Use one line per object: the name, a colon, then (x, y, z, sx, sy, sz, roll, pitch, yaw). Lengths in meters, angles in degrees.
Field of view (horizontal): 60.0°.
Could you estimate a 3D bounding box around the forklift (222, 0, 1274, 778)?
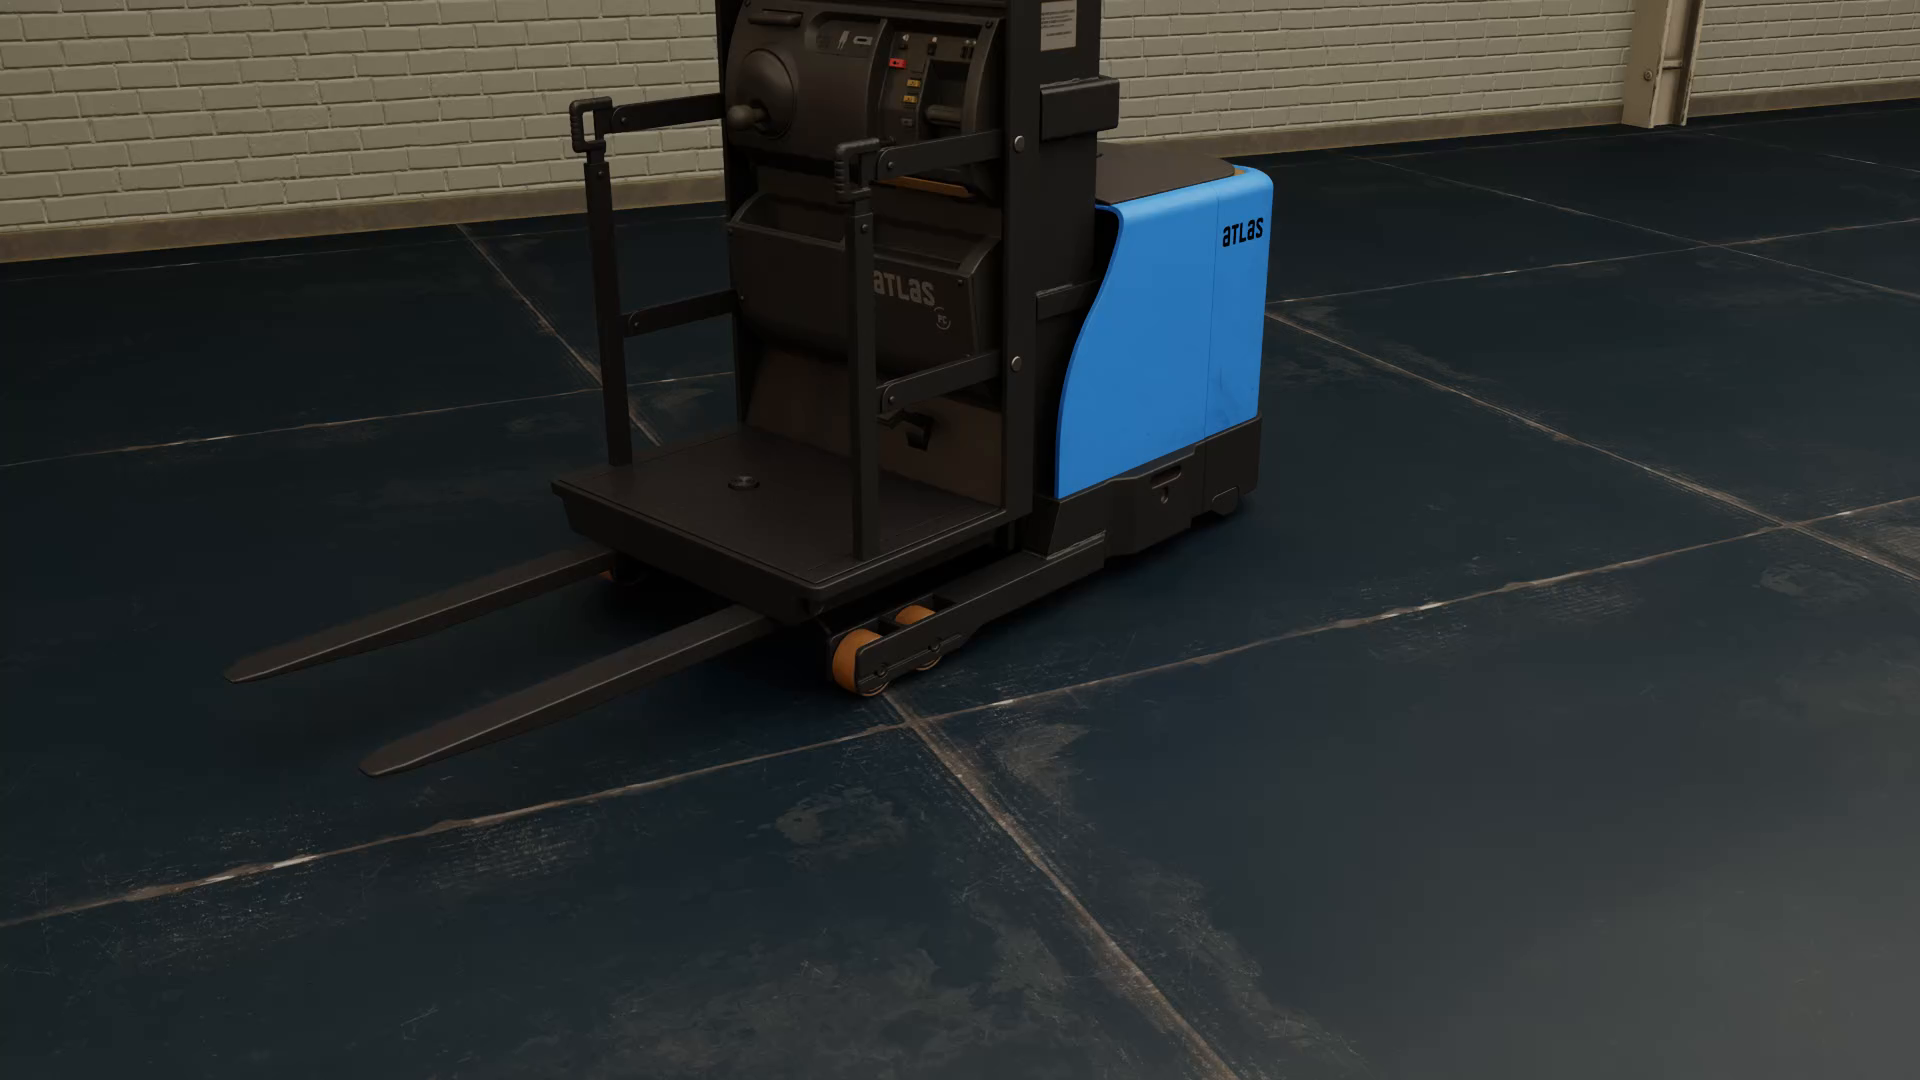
forklift: (-0.413, -1.182, 4.131, 1.130, 2.935, 3.031, 19, 29, 39)
